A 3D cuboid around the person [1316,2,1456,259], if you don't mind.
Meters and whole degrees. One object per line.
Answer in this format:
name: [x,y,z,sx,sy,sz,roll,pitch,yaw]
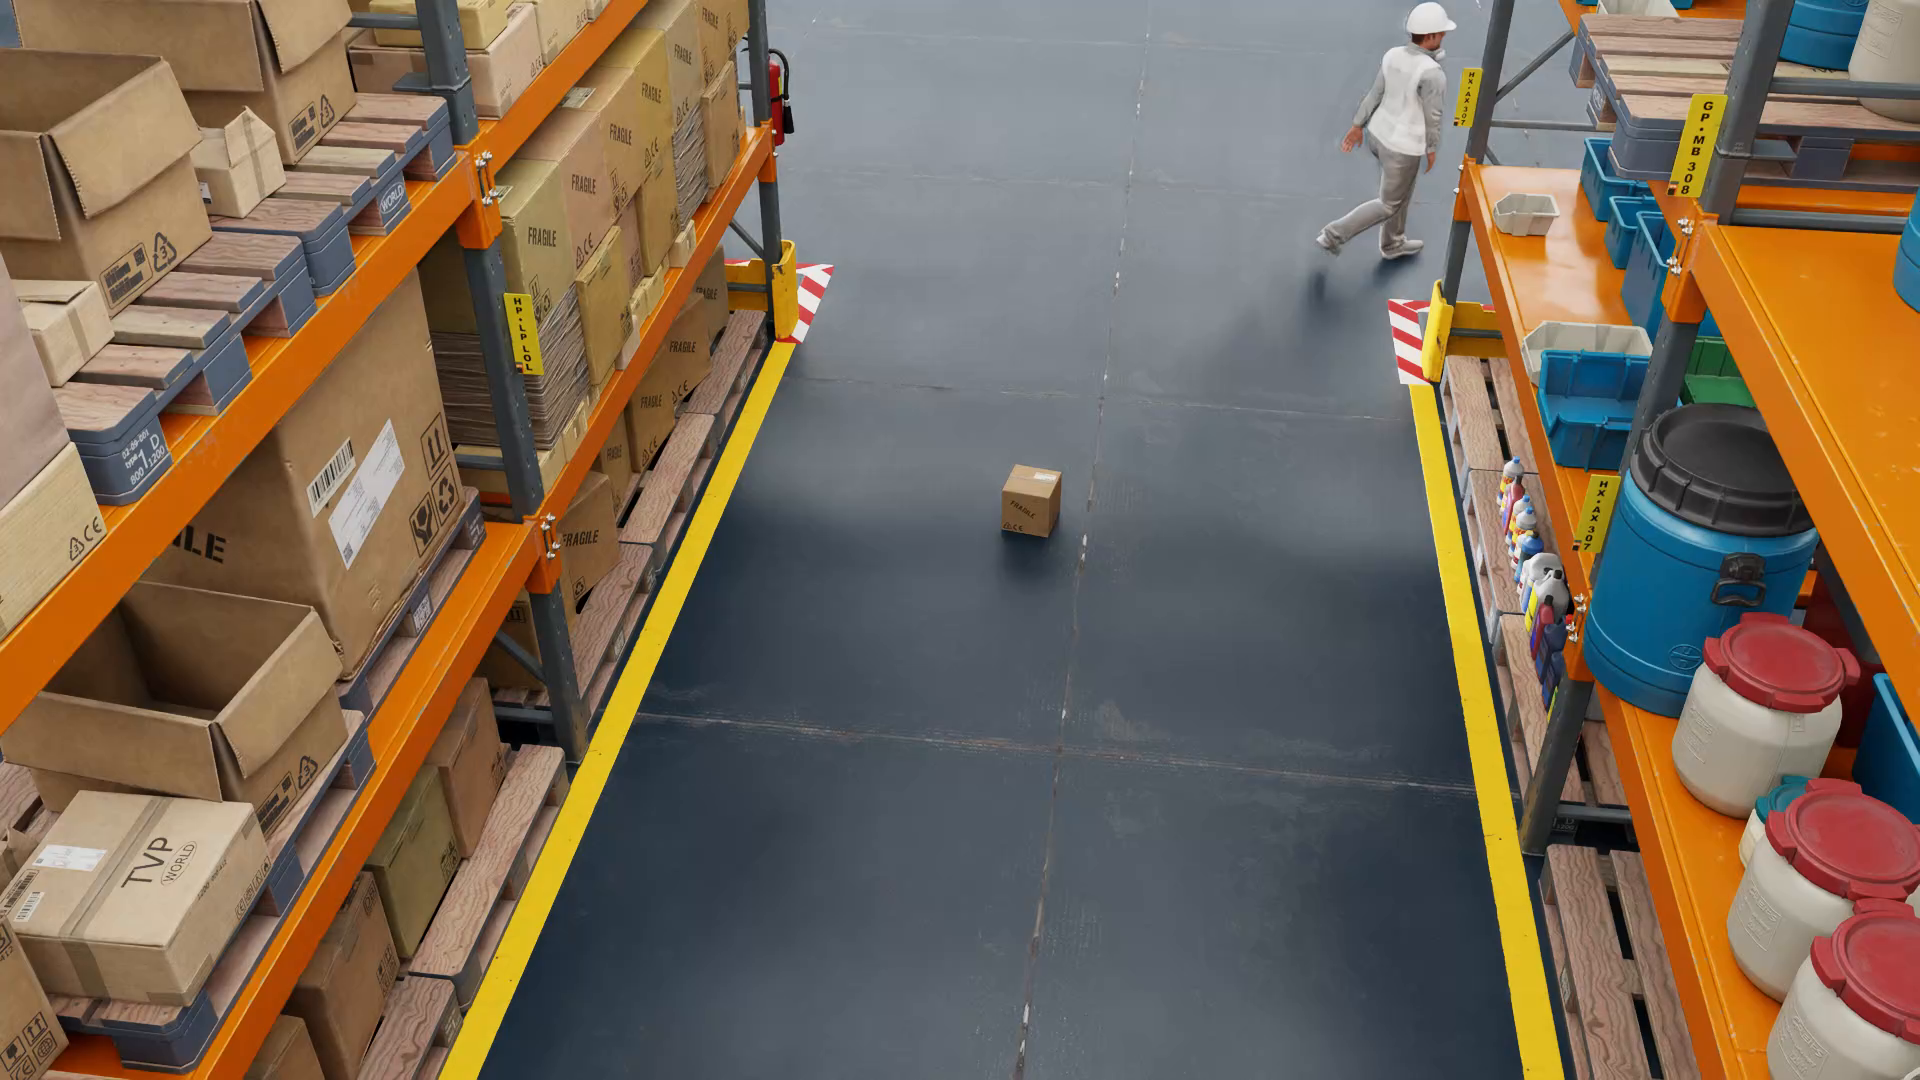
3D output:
person: [2.734,-2.524,10.518,0.860,1.747,0.622,-13,38,-18]
